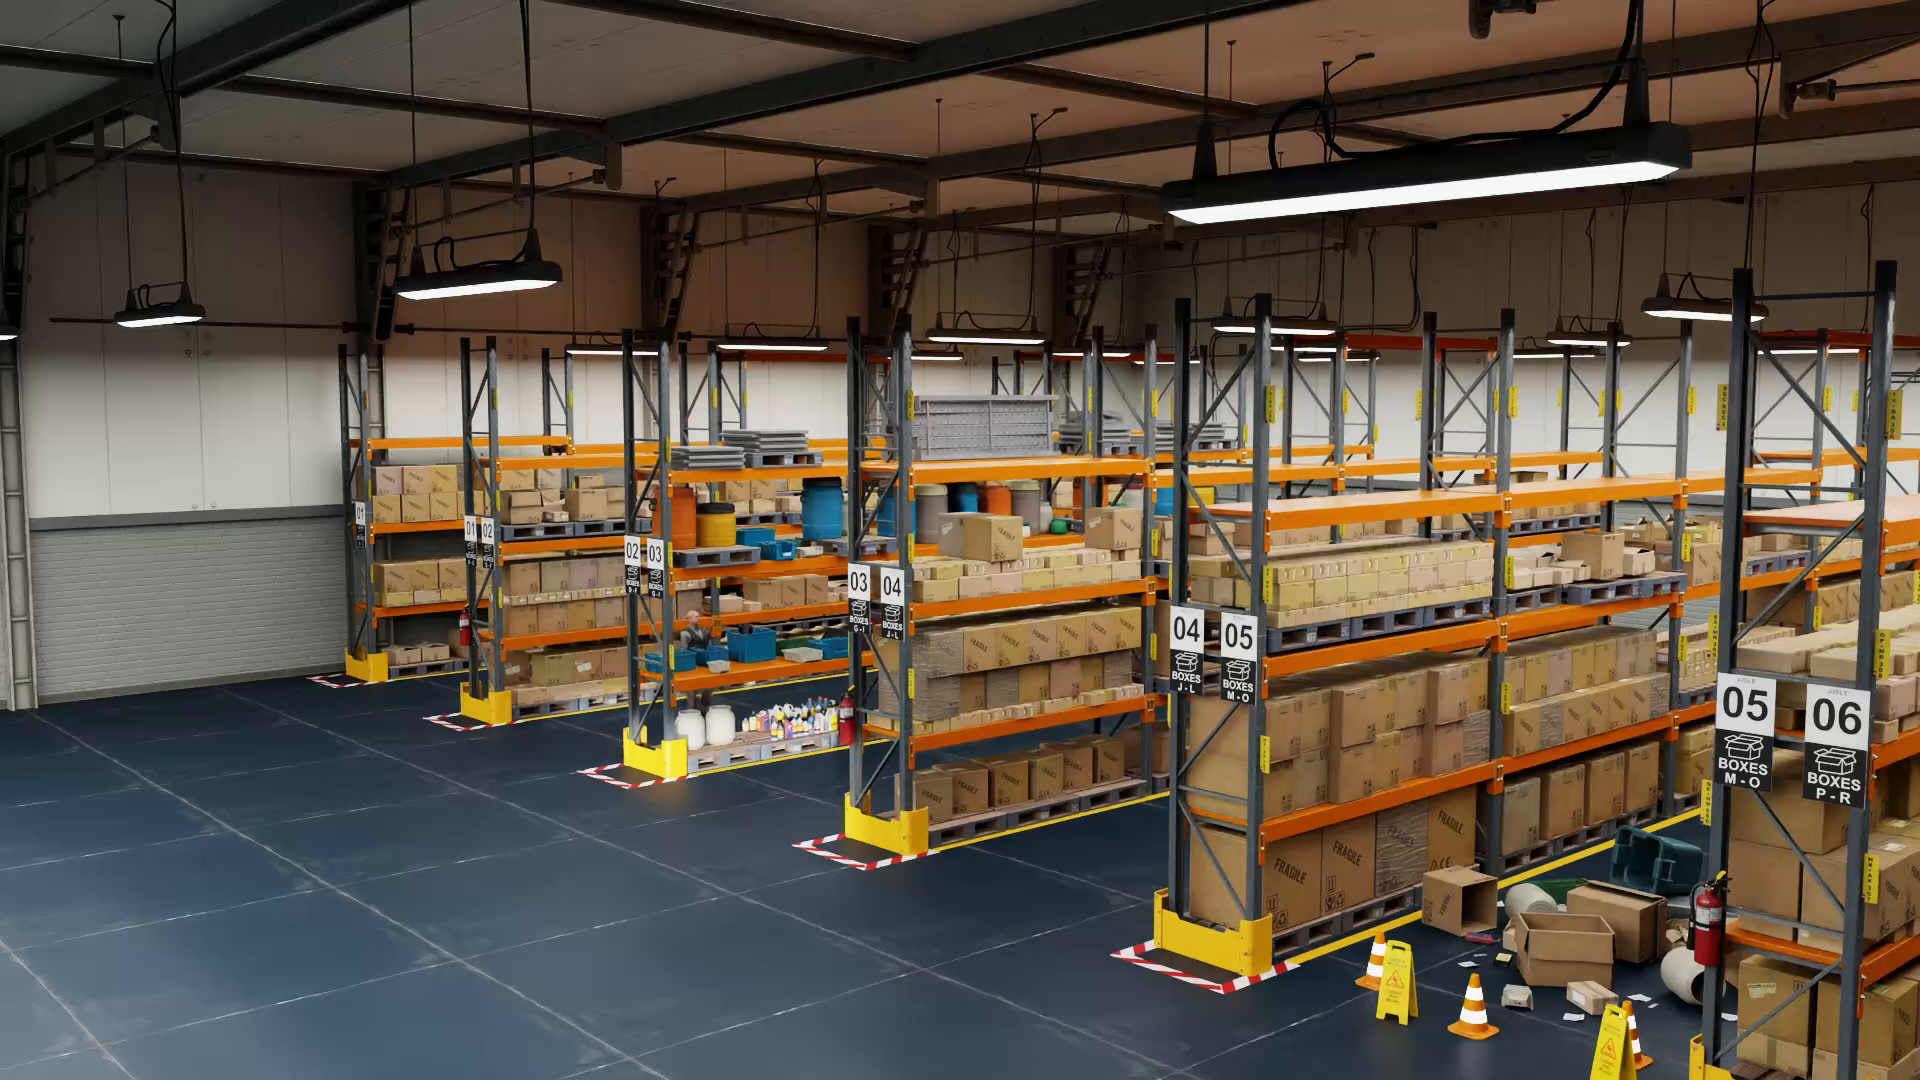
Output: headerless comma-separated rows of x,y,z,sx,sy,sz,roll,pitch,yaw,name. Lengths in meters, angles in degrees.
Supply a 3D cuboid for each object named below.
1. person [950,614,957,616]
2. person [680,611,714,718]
-0.274,1.734,29.065,0.744,1.678,0.613,-4,6,-38,person
-4.145,1.998,26.095,0.548,1.773,0.450,-4,6,-36,person
